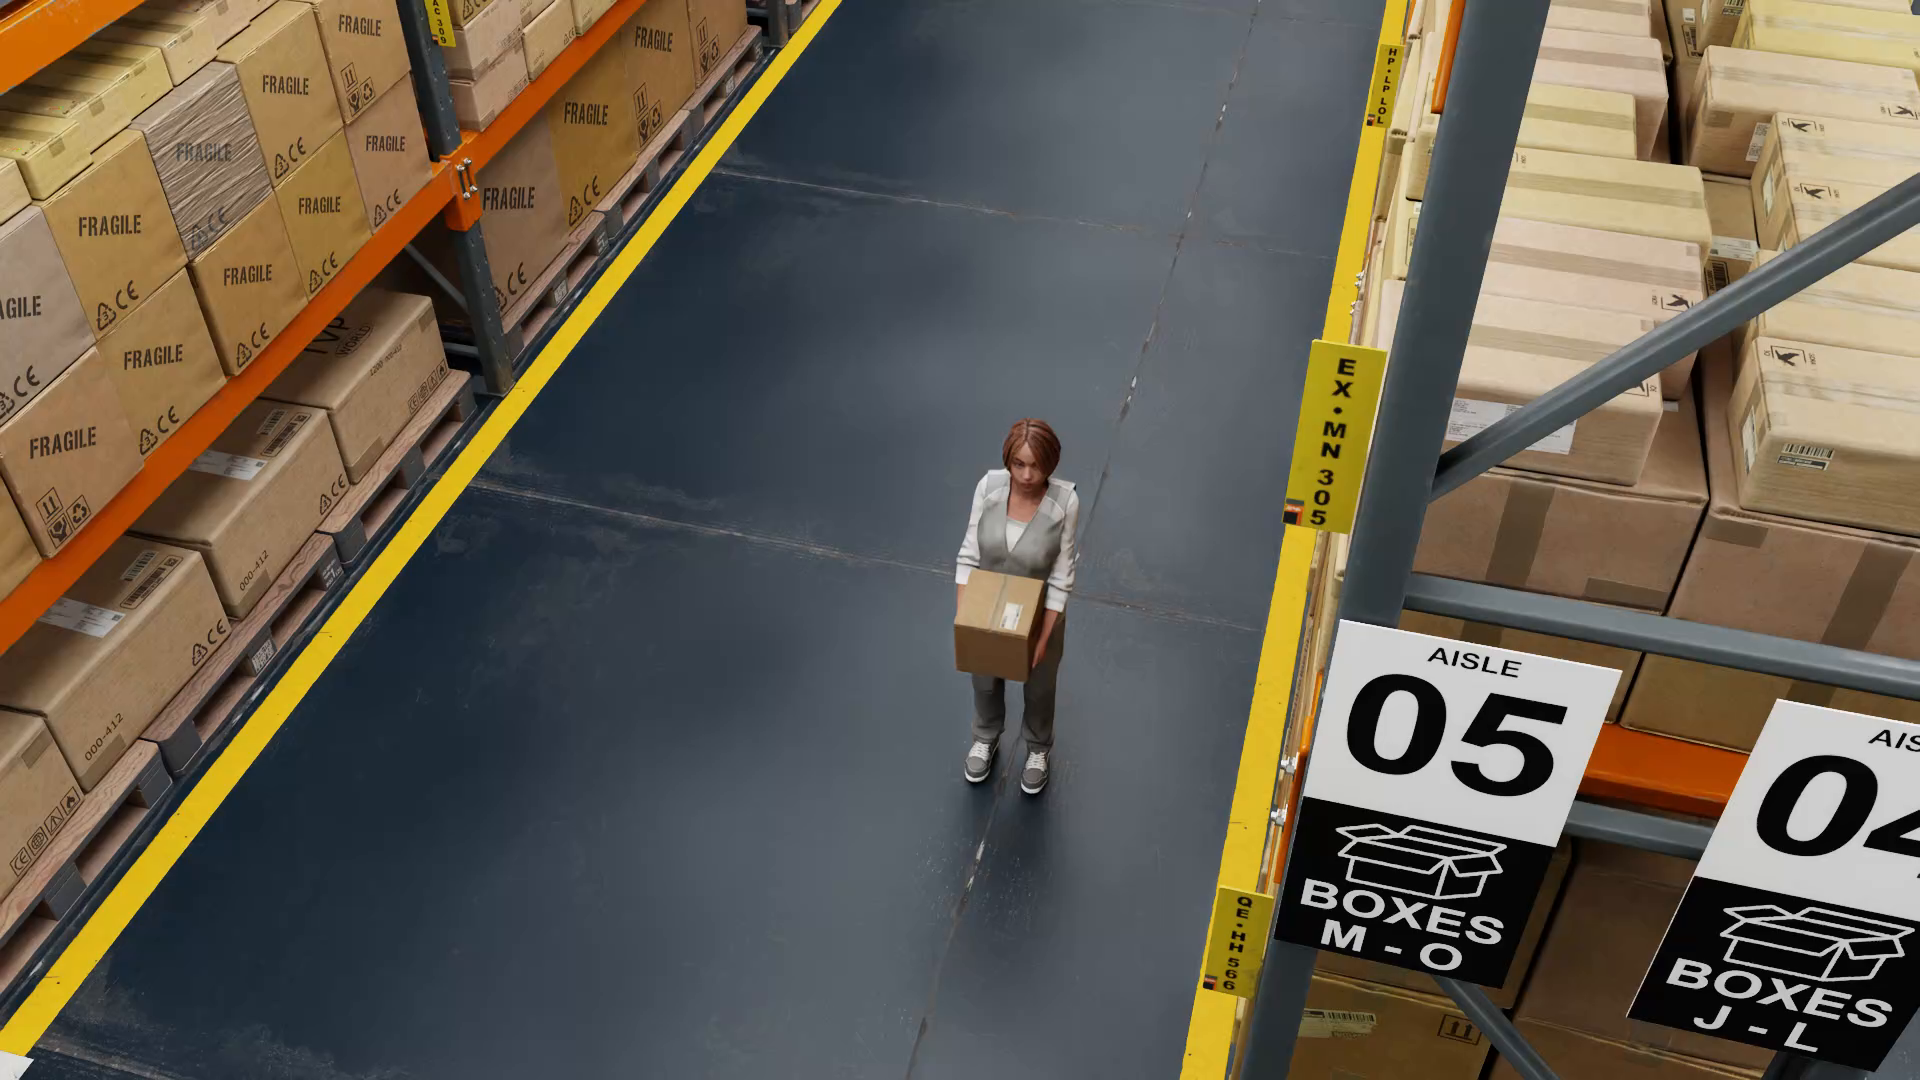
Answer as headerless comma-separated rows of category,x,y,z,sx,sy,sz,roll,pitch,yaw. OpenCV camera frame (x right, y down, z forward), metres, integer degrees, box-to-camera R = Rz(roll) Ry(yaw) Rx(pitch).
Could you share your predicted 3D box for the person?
person,0.185,0.306,5.825,0.407,1.588,0.497,10,42,11
